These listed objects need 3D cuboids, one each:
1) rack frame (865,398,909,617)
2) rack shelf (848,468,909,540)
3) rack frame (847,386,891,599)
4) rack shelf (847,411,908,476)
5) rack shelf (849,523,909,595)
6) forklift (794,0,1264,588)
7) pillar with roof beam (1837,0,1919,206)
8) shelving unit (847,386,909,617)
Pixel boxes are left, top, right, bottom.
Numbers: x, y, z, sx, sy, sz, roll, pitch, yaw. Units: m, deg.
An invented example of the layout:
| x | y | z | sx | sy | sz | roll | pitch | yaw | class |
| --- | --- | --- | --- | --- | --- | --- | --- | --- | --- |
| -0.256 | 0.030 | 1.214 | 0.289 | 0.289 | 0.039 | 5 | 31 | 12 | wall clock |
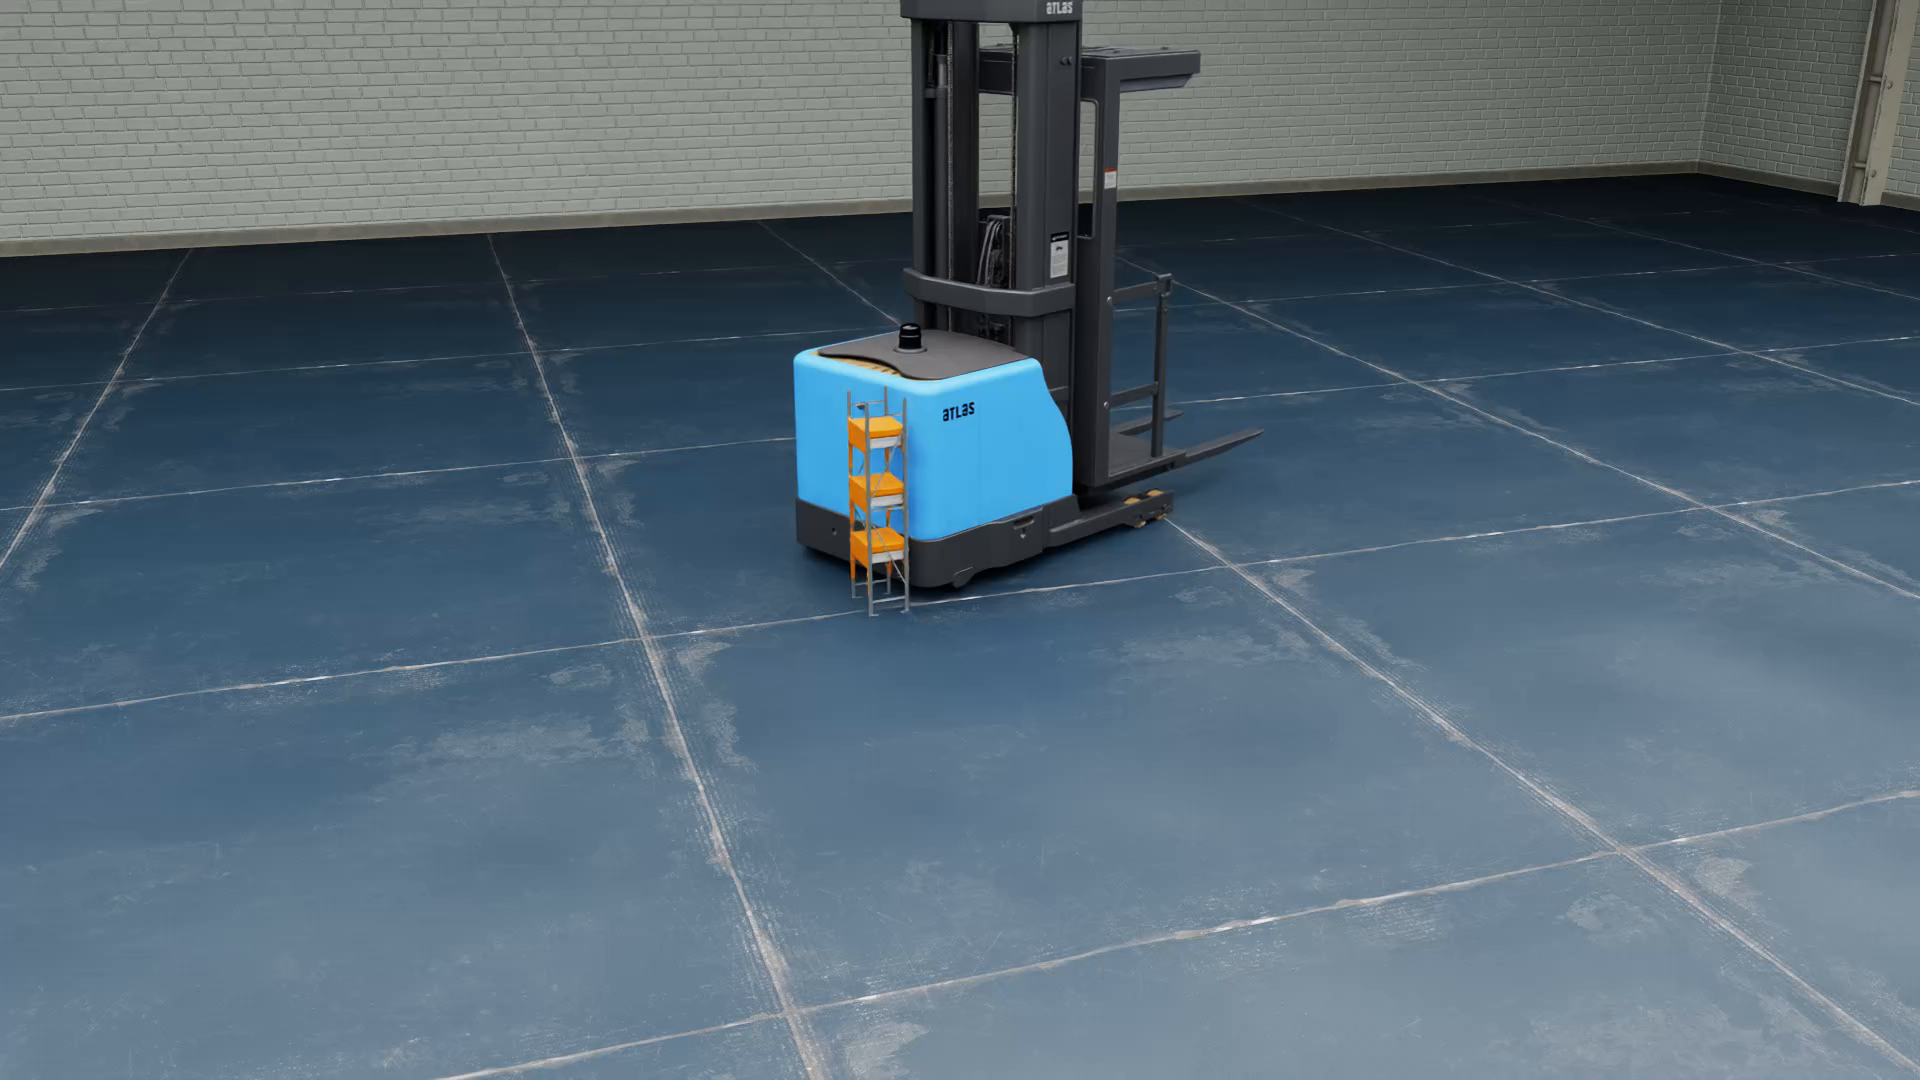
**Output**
| x | y | z | sx | sy | sz | roll | pitch | yaw | class |
| --- | --- | --- | --- | --- | --- | --- | --- | --- | --- |
| -0.339 | -0.143 | 7.763 | 0.200 | 1.050 | 0.008 | -8 | 21 | -22 | rack frame |
| -0.387 | -0.171 | 7.872 | 0.215 | 0.259 | 0.240 | -8 | 21 | -22 | rack shelf |
| -0.435 | -0.219 | 7.974 | 0.200 | 1.050 | 0.008 | -8 | 21 | -22 | rack frame |
| -0.387 | -0.439 | 7.776 | 0.215 | 0.259 | 0.240 | -8 | 21 | -22 | rack shelf |
| -0.387 | 0.090 | 7.966 | 0.215 | 0.259 | 0.240 | -8 | 21 | -22 | rack shelf |
| 0.543 | -1.553 | 8.905 | 3.031 | 2.935 | 1.130 | -19 | 27 | -42 | forklift |
| 6.990 | -7.932 | 17.687 | 9.100 | 9.000 | 0.400 | -6 | 21 | -17 | pillar with roof beam |
| -0.387 | -0.181 | 7.868 | 0.215 | 1.050 | 0.252 | -8 | 21 | -22 | shelving unit |
